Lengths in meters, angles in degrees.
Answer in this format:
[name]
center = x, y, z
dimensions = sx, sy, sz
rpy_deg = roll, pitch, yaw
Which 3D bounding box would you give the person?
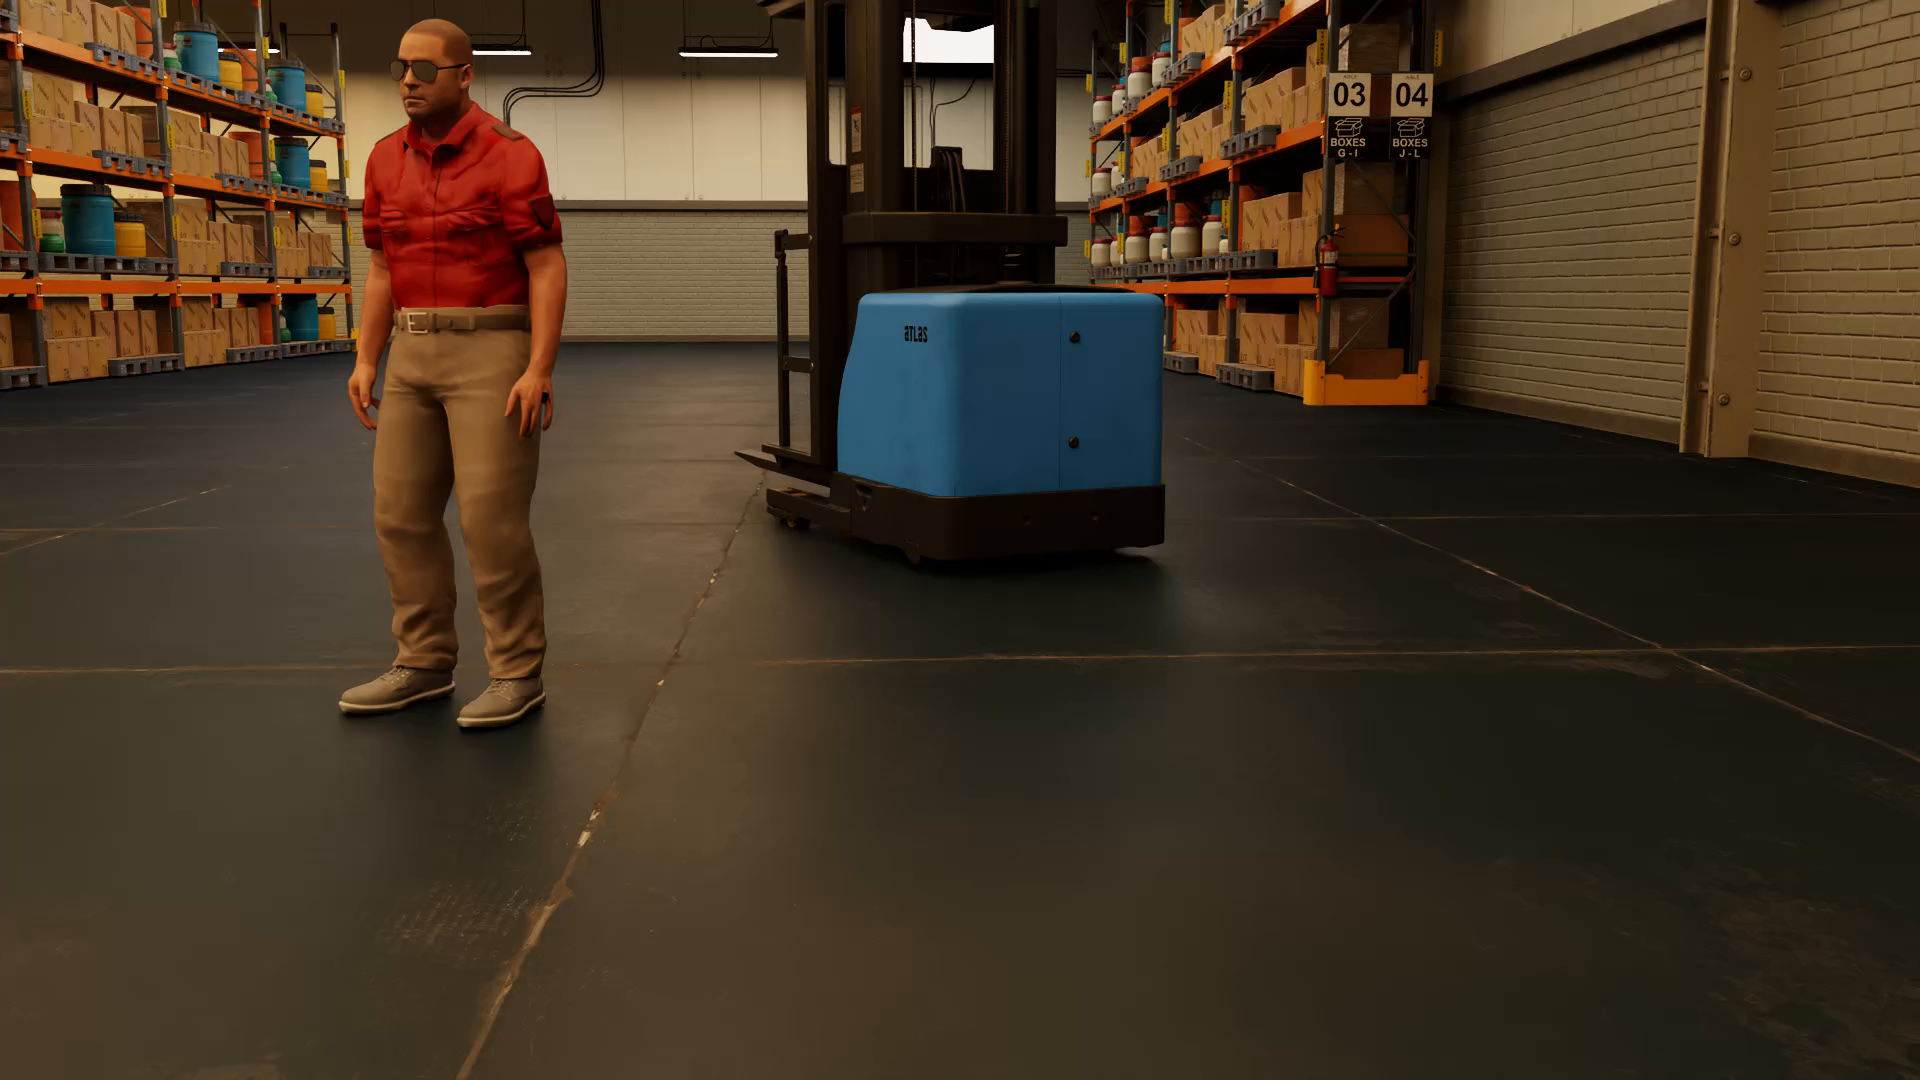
[person]
center = -1.274, -0.413, 4.202
dimensions = 0.606, 1.728, 0.391
rpy_deg = 3, 9, 22

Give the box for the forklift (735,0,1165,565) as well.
[forklift]
center = -0.264, -1.530, 7.637
dimensions = 1.130, 2.935, 3.031
rpy_deg = -4, 9, -25
